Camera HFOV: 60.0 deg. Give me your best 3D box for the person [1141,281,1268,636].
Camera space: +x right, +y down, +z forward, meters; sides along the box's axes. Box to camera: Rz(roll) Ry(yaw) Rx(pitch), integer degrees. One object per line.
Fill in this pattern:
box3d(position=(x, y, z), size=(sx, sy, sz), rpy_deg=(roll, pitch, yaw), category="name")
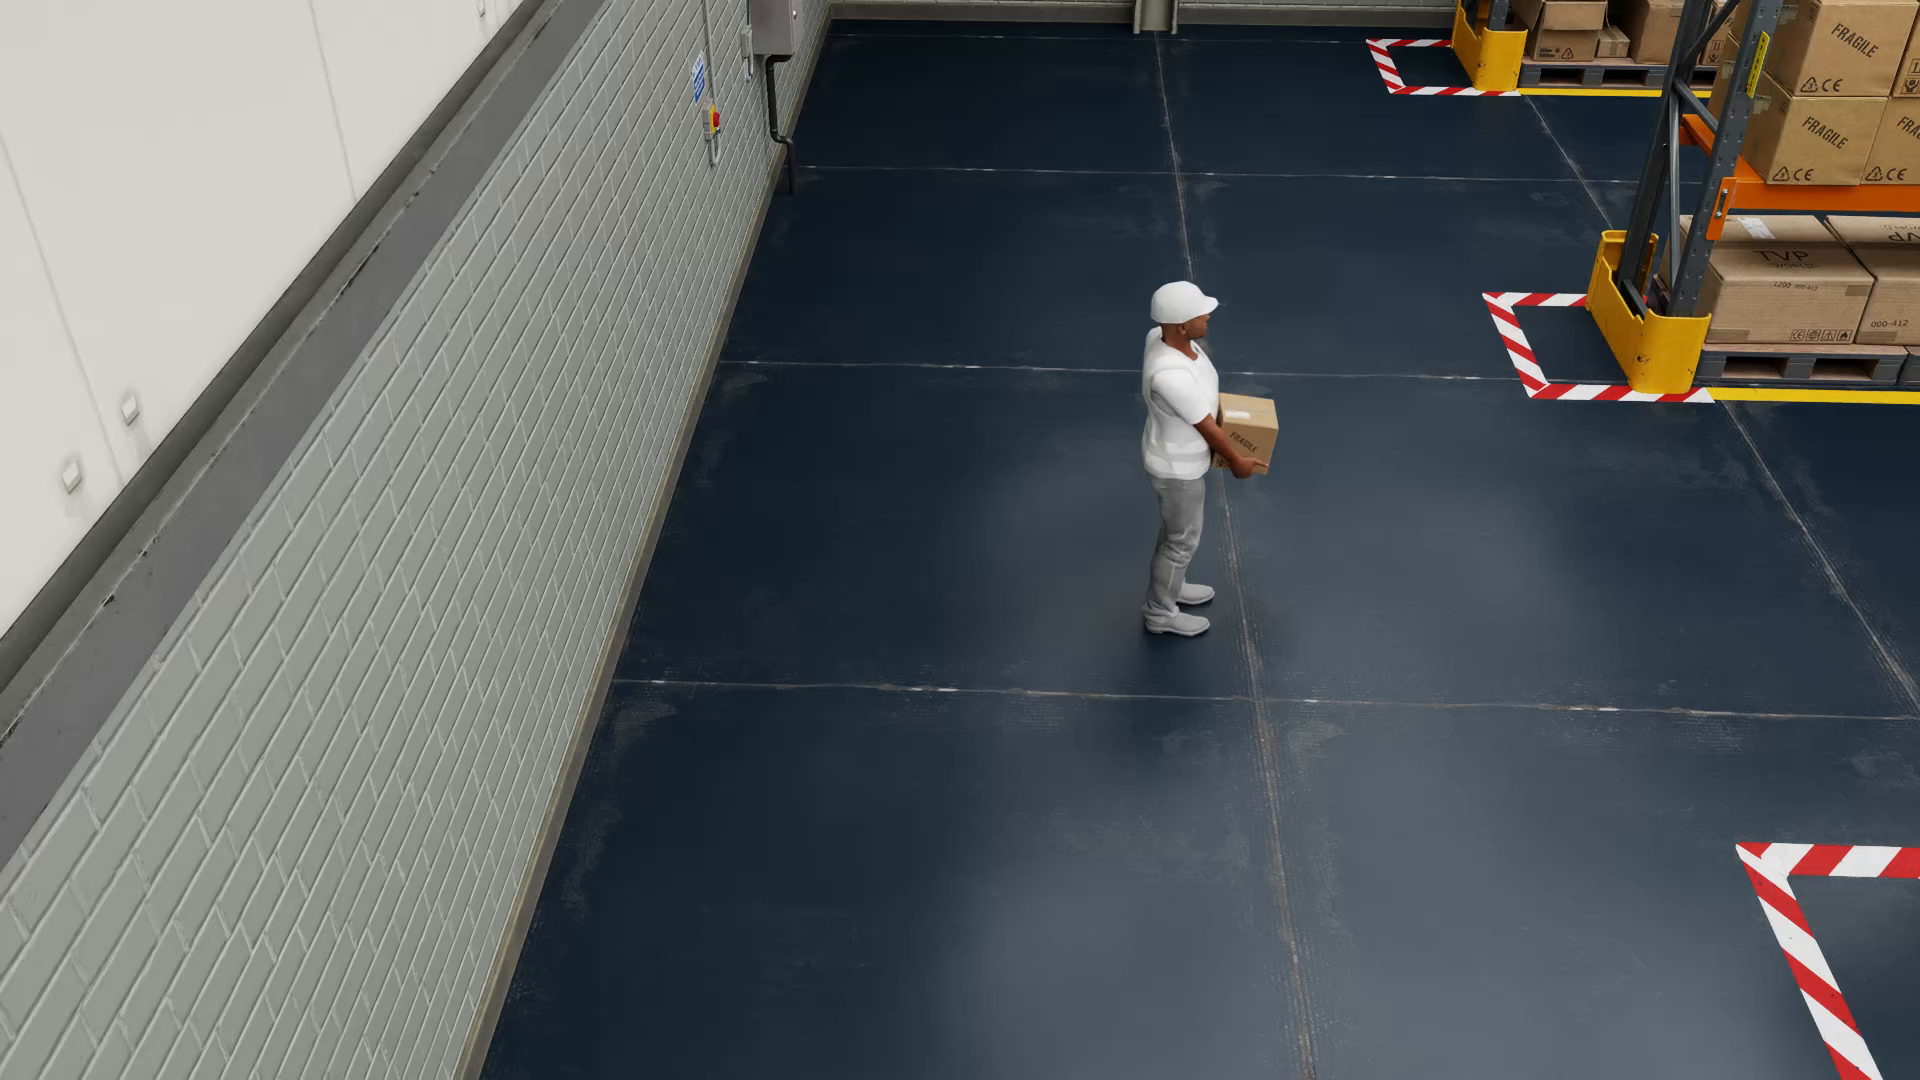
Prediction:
box3d(position=(1.100, -0.374, 7.627), size=(0.585, 1.760, 0.504), rpy_deg=(2, 36, 3), category="person")
